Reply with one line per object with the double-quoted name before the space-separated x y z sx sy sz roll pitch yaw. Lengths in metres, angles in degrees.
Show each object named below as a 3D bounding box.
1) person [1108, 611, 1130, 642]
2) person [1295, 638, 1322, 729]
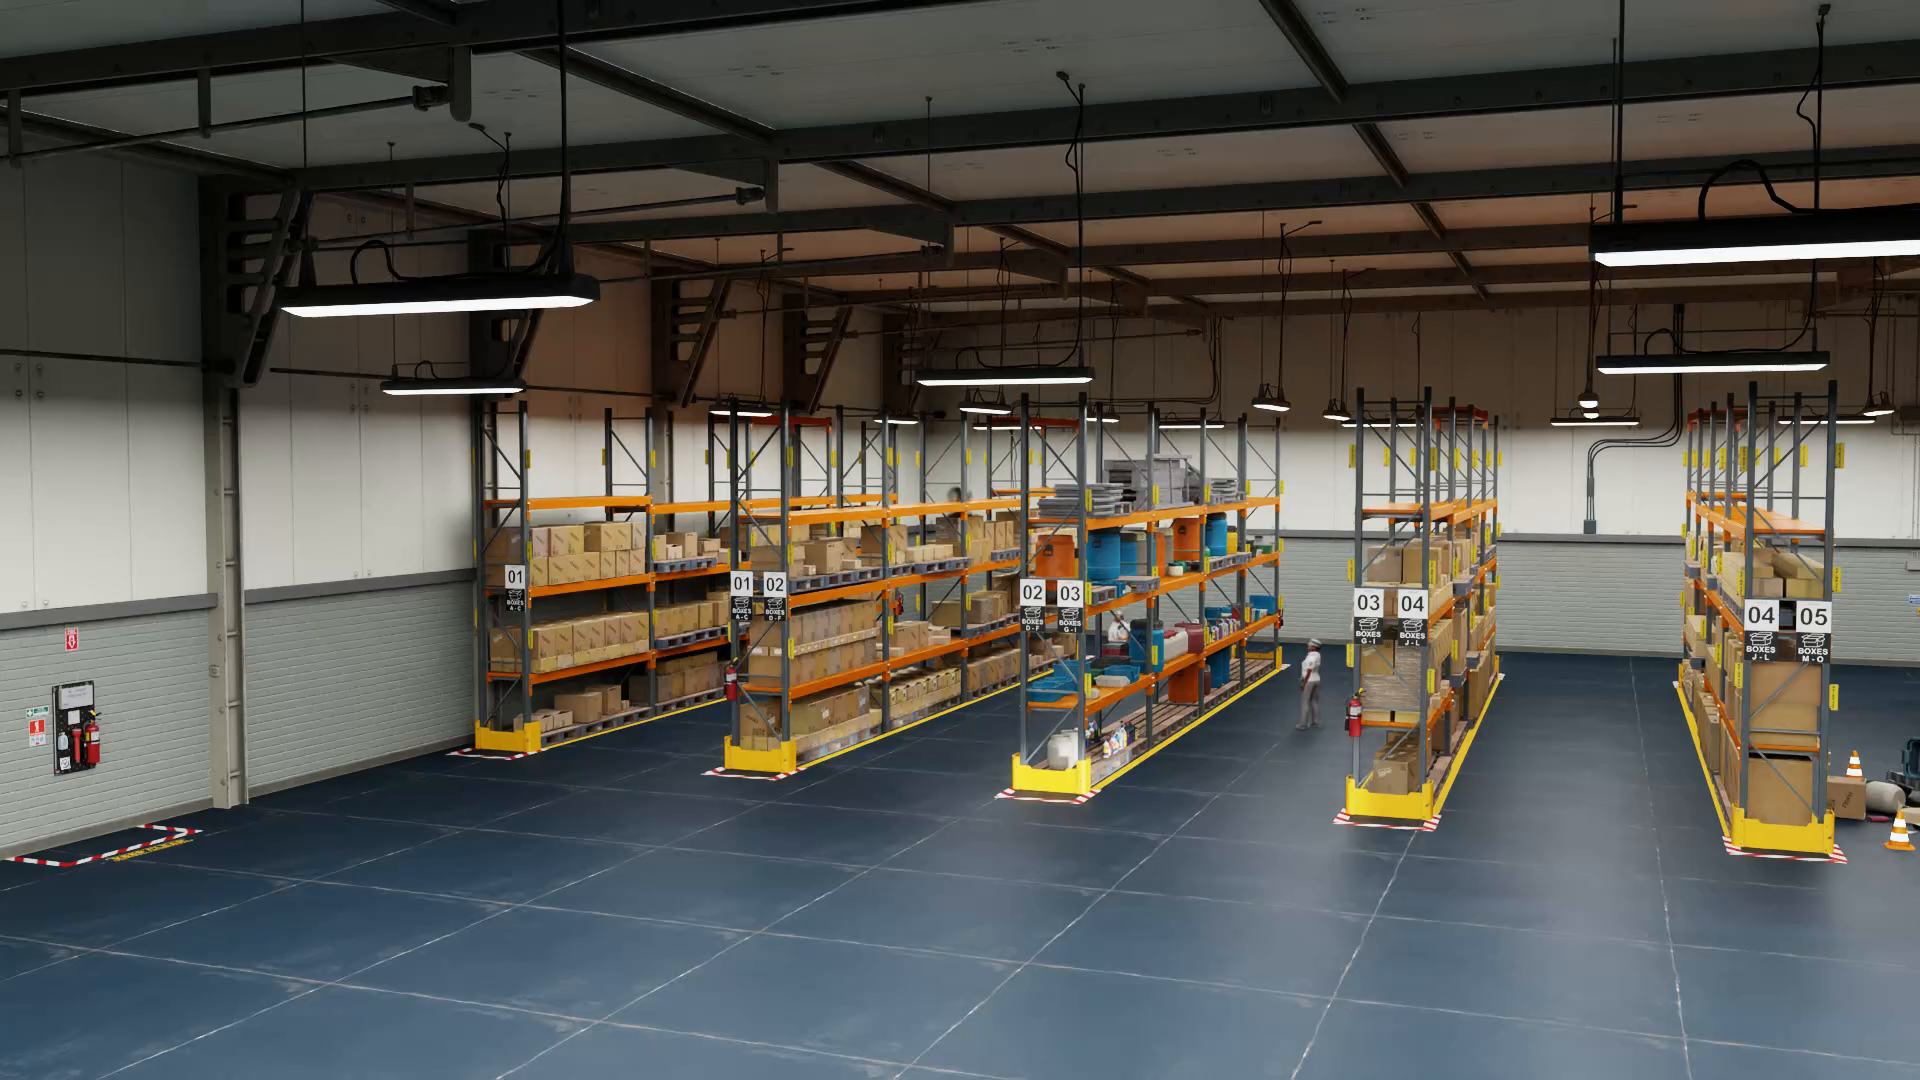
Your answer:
"person" 3.563 2.416 36.912 0.567 1.694 0.746 1 3 26
"person" 6.483 2.662 30.847 0.420 1.696 0.526 3 4 42
